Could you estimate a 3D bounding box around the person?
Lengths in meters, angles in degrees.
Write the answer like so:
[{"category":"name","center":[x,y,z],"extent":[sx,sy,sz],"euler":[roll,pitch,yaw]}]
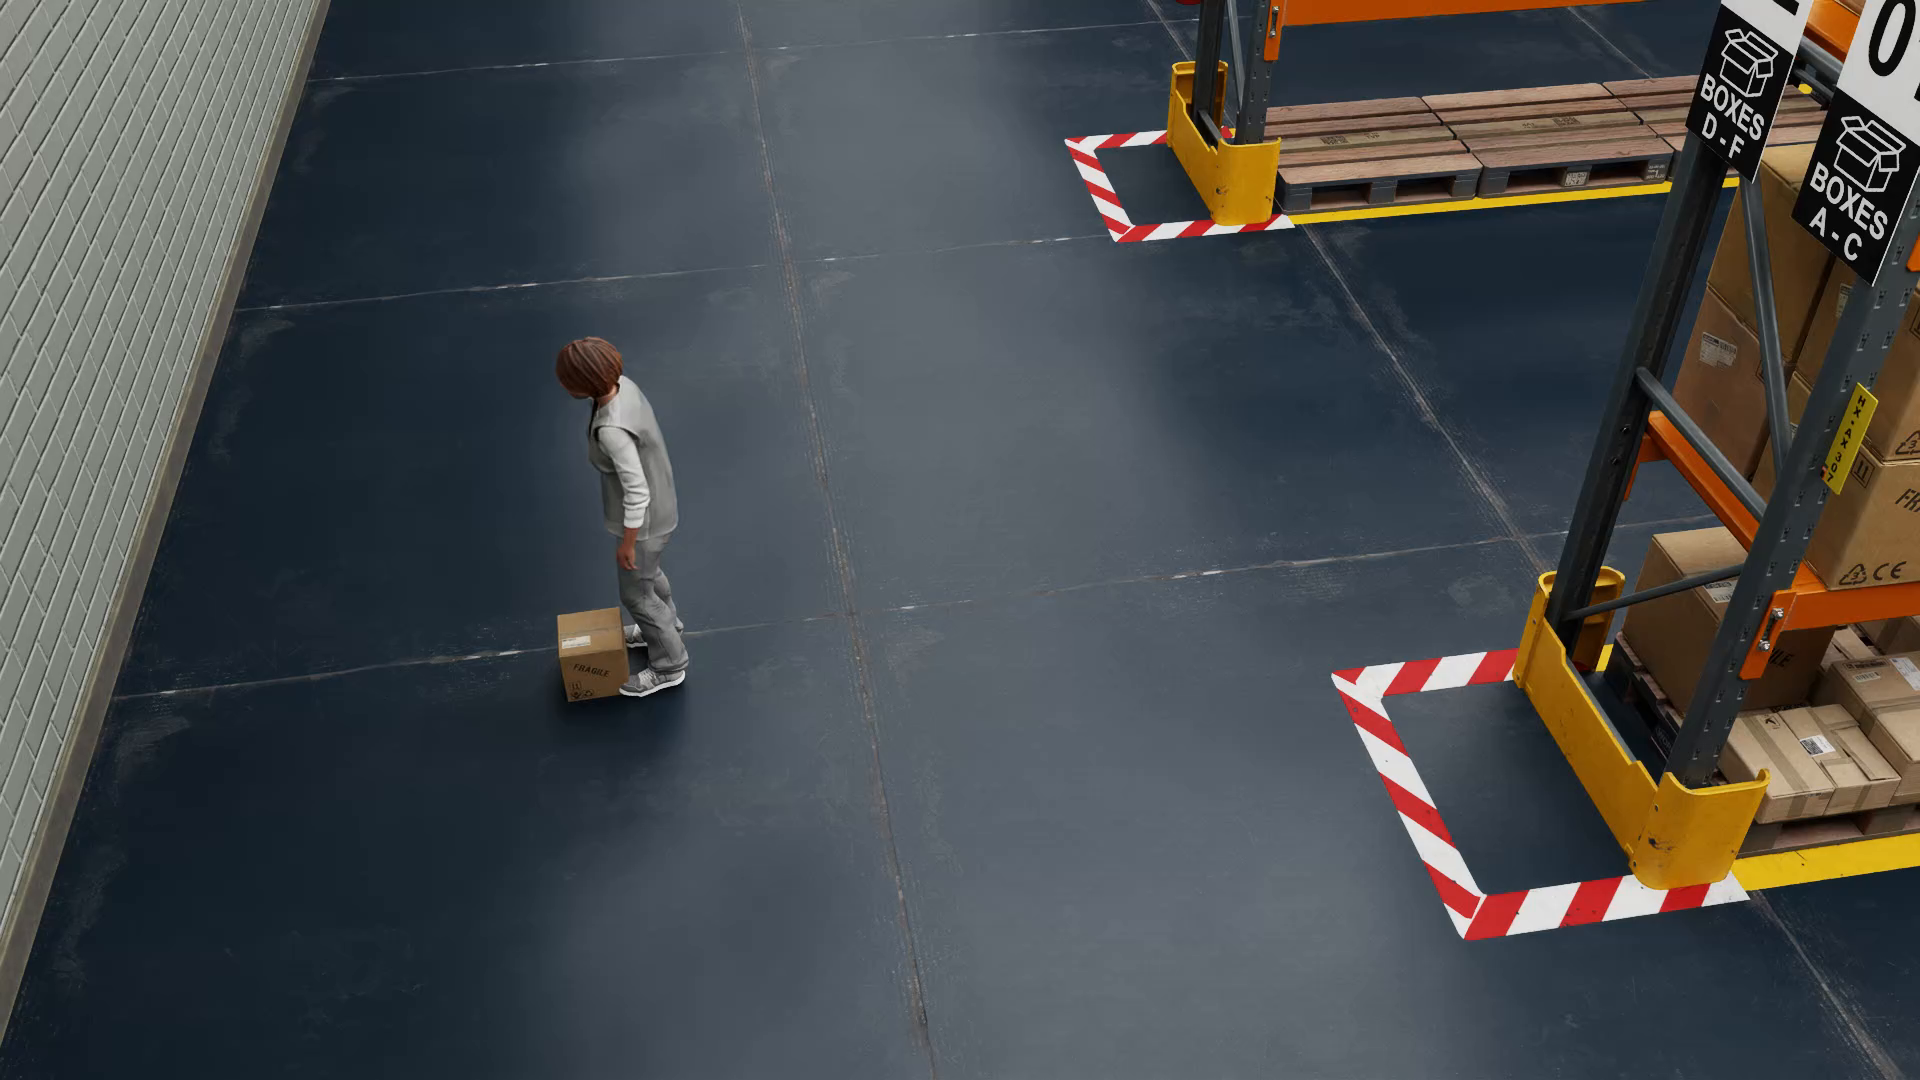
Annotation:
[{"category":"person","center":[-1.239,-0.092,6.276],"extent":[0.349,1.593,0.474],"euler":[-7,40,-9]}]
